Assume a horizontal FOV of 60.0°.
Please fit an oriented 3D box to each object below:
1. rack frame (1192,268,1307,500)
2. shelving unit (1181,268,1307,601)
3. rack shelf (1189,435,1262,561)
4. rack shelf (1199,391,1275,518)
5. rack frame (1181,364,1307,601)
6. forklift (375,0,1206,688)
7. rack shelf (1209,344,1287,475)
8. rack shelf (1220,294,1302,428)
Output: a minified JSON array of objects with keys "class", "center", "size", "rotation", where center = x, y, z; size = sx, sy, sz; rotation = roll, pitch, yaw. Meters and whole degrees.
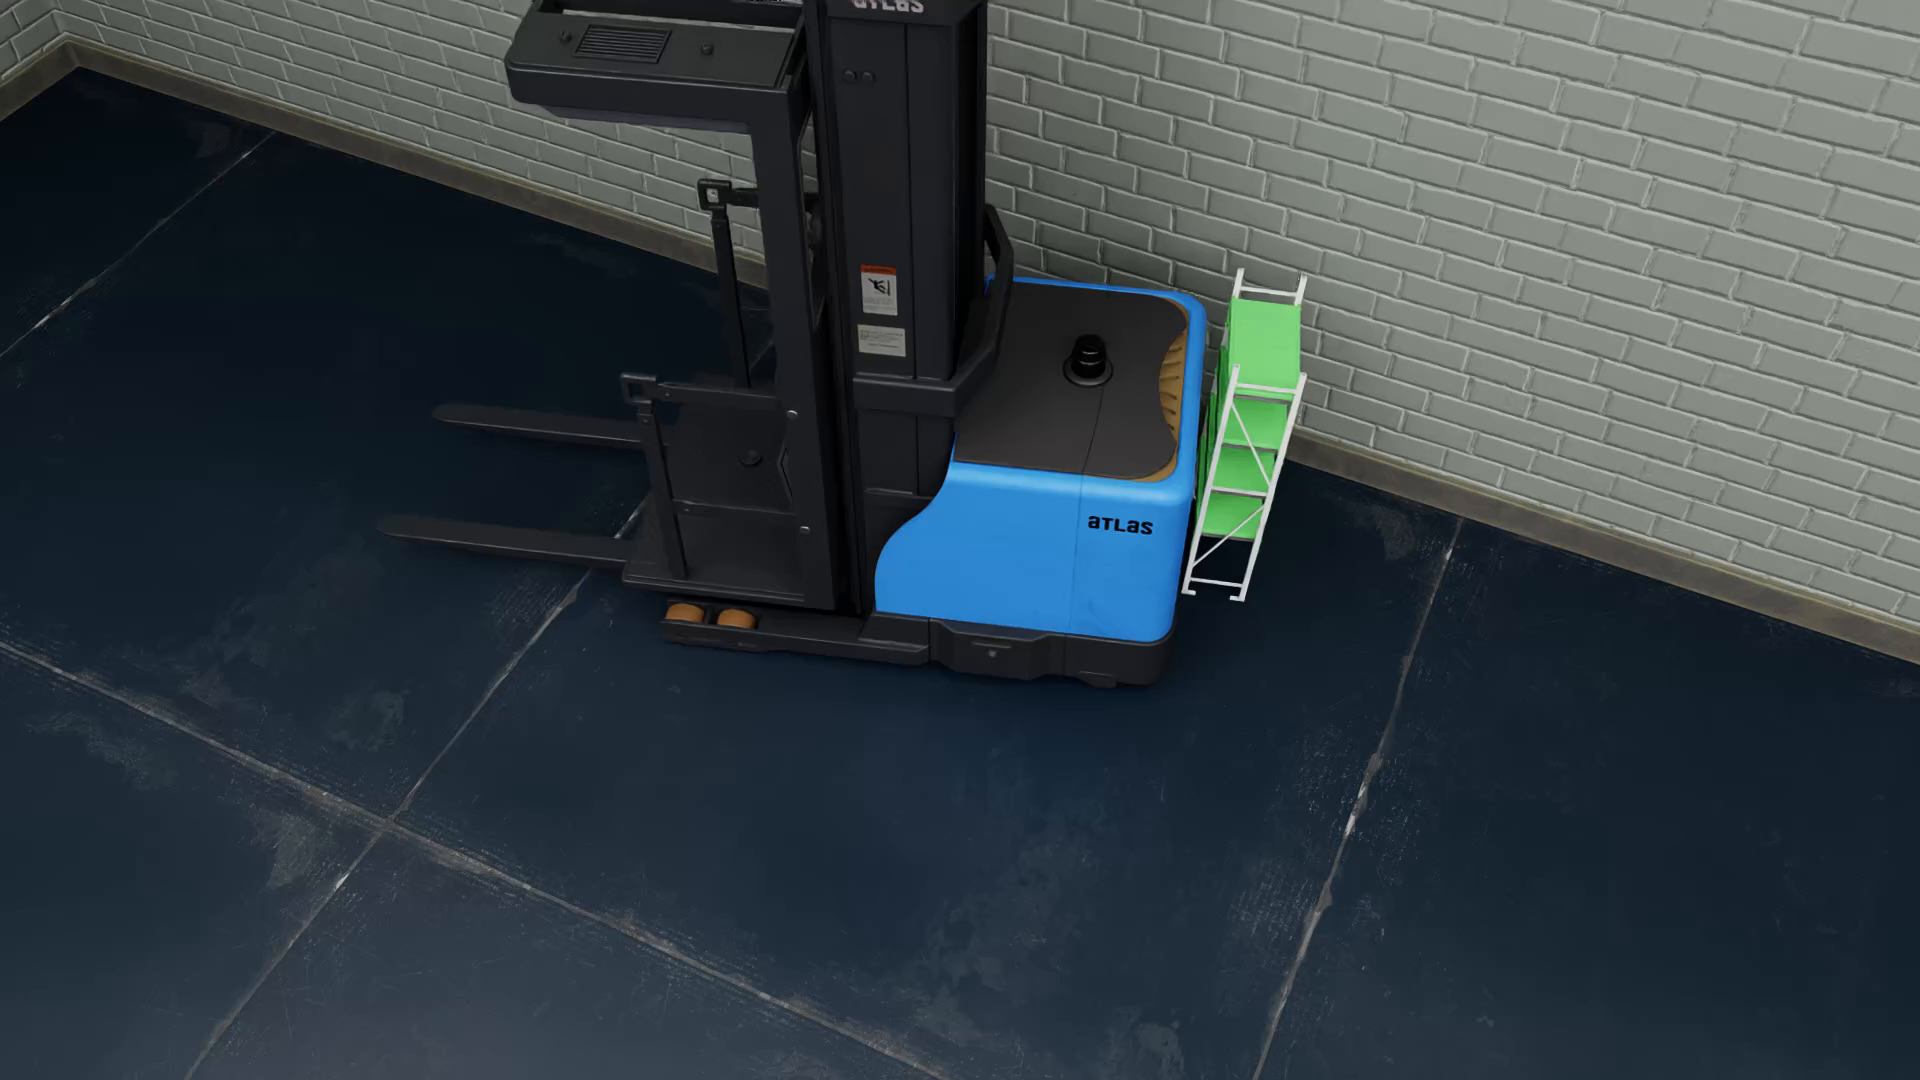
[{"class":"rack frame","center":[1.060,-0.540,6.230],"size":[0.240,1.200,0.015],"rotation":[8,50,3]},{"class":"shelving unit","center":[1.027,-0.356,6.073],"size":[0.258,1.200,0.503],"rotation":[8,50,3]},{"class":"rack shelf","center":[1.014,-0.161,6.306],"size":[0.258,0.148,0.480],"rotation":[8,50,3]},{"class":"rack shelf","center":[1.024,-0.315,6.122],"size":[0.258,0.148,0.480],"rotation":[8,50,3]},{"class":"rack frame","center":[0.993,-0.172,5.917],"size":[0.240,1.200,0.015],"rotation":[8,50,3]},{"class":"forklift","center":[-0.674,-0.929,5.431],"size":[3.031,2.935,1.130],"rotation":[6,50,5]},{"class":"rack shelf","center":[1.034,-0.469,5.938],"size":[0.258,0.148,0.480],"rotation":[8,50,3]},{"class":"rack shelf","center":[1.044,-0.624,5.755],"size":[0.258,0.148,0.480],"rotation":[8,50,3]}]
